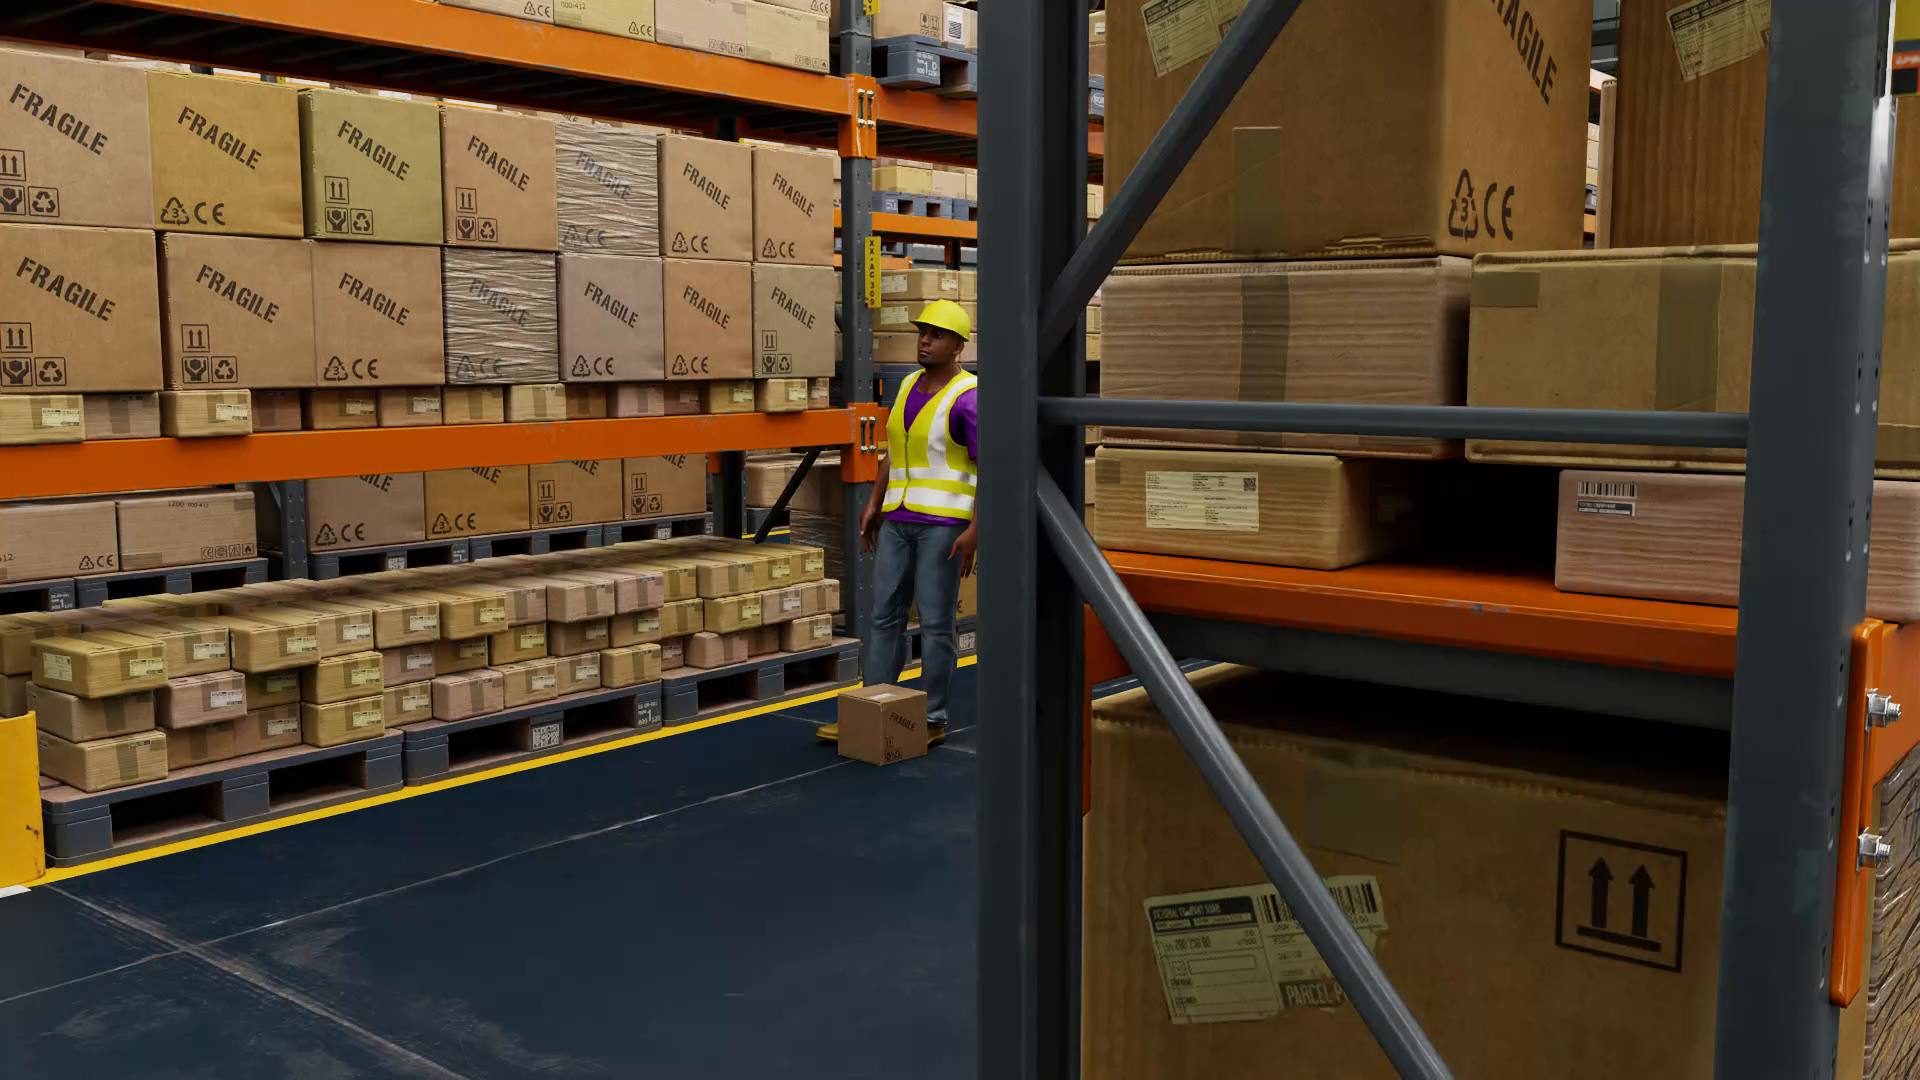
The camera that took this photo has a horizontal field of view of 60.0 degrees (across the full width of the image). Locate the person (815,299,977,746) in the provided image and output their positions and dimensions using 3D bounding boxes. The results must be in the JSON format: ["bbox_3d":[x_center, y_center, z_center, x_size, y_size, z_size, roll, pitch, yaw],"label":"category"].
[{"bbox_3d":[-0.181,-0.061,6.571,0.577,1.765,0.665,-6,9,-44],"label":"person"}]
